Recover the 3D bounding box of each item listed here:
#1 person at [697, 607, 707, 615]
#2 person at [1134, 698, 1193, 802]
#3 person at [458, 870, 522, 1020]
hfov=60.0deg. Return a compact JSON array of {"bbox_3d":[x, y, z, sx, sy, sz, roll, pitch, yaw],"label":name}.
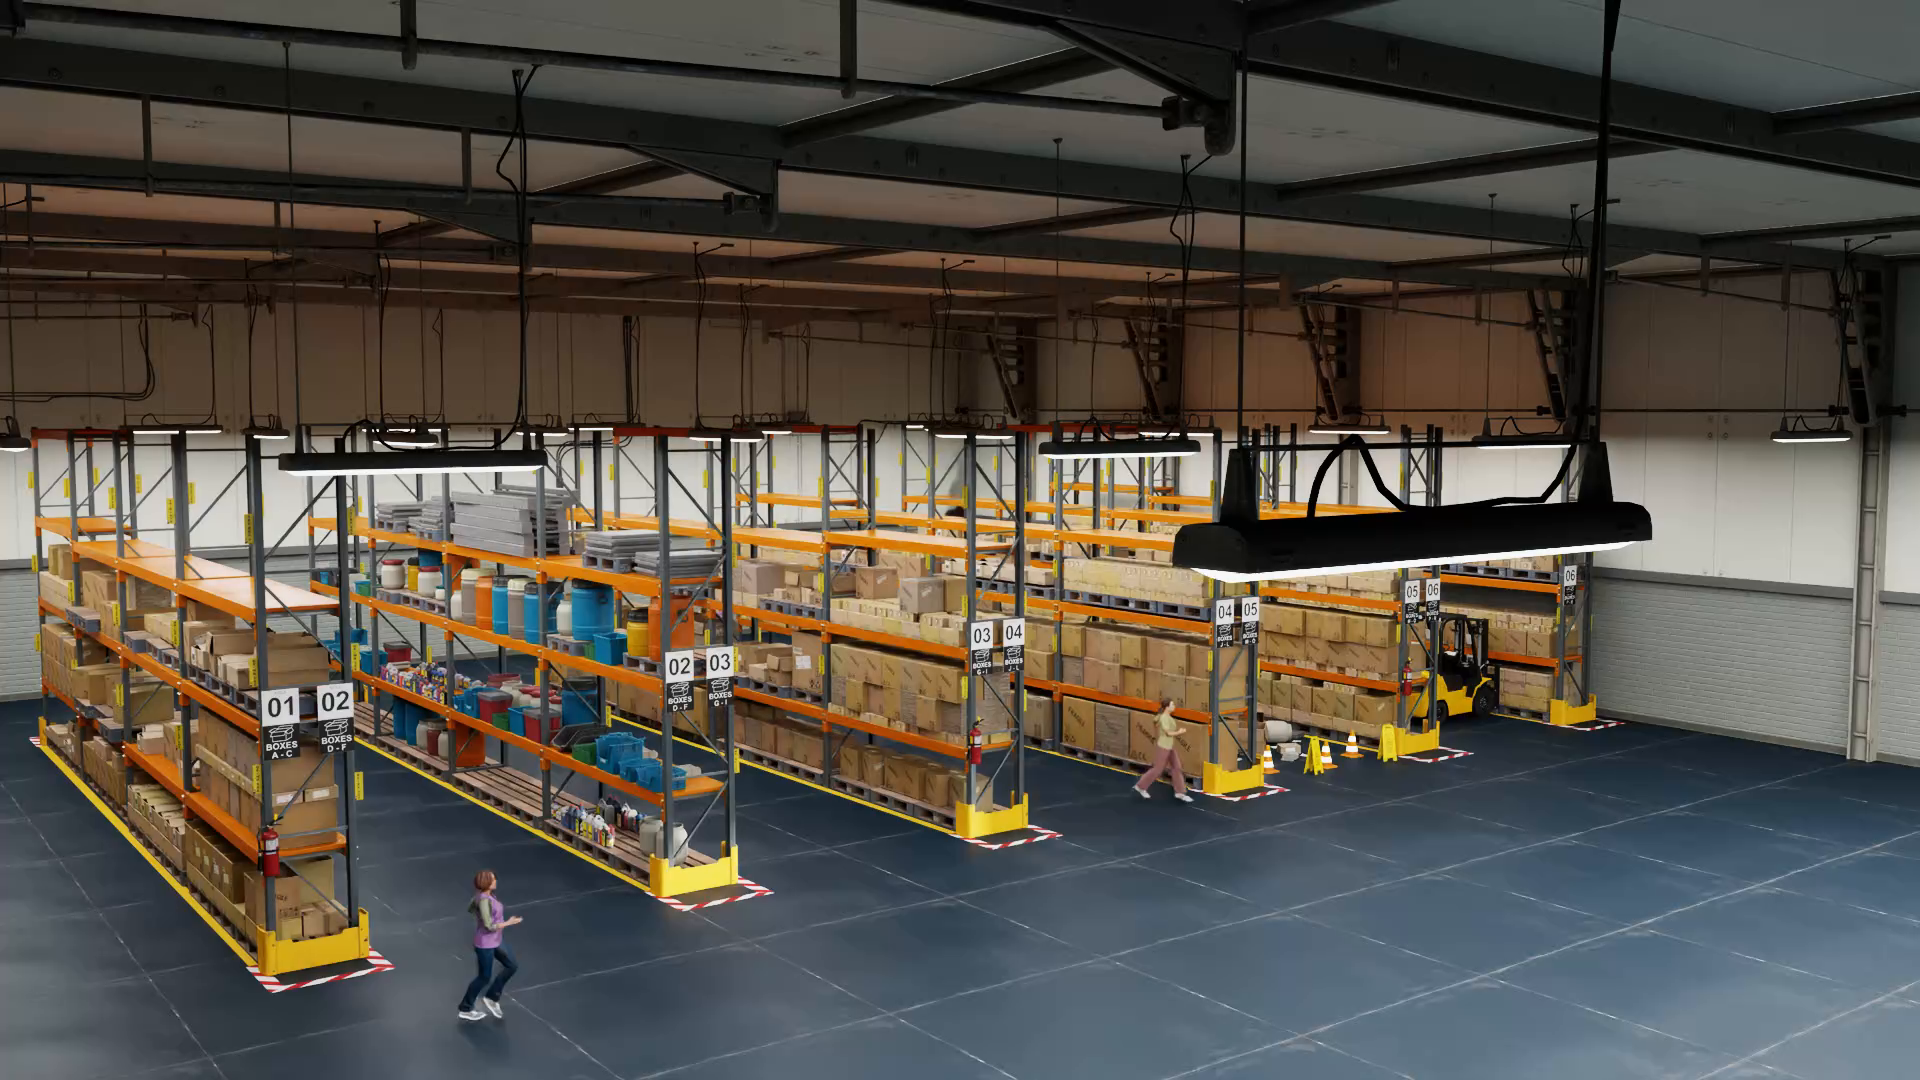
[{"bbox_3d":[-6.276,2.316,40.444,0.759,1.706,0.529,3,5,30],"label":"person"},{"bbox_3d":[3.283,3.366,26.773,0.948,1.678,0.562,1,5,13],"label":"person"},{"bbox_3d":[-4.851,4.181,17.164,0.662,1.598,0.508,0,4,-5],"label":"person"}]
